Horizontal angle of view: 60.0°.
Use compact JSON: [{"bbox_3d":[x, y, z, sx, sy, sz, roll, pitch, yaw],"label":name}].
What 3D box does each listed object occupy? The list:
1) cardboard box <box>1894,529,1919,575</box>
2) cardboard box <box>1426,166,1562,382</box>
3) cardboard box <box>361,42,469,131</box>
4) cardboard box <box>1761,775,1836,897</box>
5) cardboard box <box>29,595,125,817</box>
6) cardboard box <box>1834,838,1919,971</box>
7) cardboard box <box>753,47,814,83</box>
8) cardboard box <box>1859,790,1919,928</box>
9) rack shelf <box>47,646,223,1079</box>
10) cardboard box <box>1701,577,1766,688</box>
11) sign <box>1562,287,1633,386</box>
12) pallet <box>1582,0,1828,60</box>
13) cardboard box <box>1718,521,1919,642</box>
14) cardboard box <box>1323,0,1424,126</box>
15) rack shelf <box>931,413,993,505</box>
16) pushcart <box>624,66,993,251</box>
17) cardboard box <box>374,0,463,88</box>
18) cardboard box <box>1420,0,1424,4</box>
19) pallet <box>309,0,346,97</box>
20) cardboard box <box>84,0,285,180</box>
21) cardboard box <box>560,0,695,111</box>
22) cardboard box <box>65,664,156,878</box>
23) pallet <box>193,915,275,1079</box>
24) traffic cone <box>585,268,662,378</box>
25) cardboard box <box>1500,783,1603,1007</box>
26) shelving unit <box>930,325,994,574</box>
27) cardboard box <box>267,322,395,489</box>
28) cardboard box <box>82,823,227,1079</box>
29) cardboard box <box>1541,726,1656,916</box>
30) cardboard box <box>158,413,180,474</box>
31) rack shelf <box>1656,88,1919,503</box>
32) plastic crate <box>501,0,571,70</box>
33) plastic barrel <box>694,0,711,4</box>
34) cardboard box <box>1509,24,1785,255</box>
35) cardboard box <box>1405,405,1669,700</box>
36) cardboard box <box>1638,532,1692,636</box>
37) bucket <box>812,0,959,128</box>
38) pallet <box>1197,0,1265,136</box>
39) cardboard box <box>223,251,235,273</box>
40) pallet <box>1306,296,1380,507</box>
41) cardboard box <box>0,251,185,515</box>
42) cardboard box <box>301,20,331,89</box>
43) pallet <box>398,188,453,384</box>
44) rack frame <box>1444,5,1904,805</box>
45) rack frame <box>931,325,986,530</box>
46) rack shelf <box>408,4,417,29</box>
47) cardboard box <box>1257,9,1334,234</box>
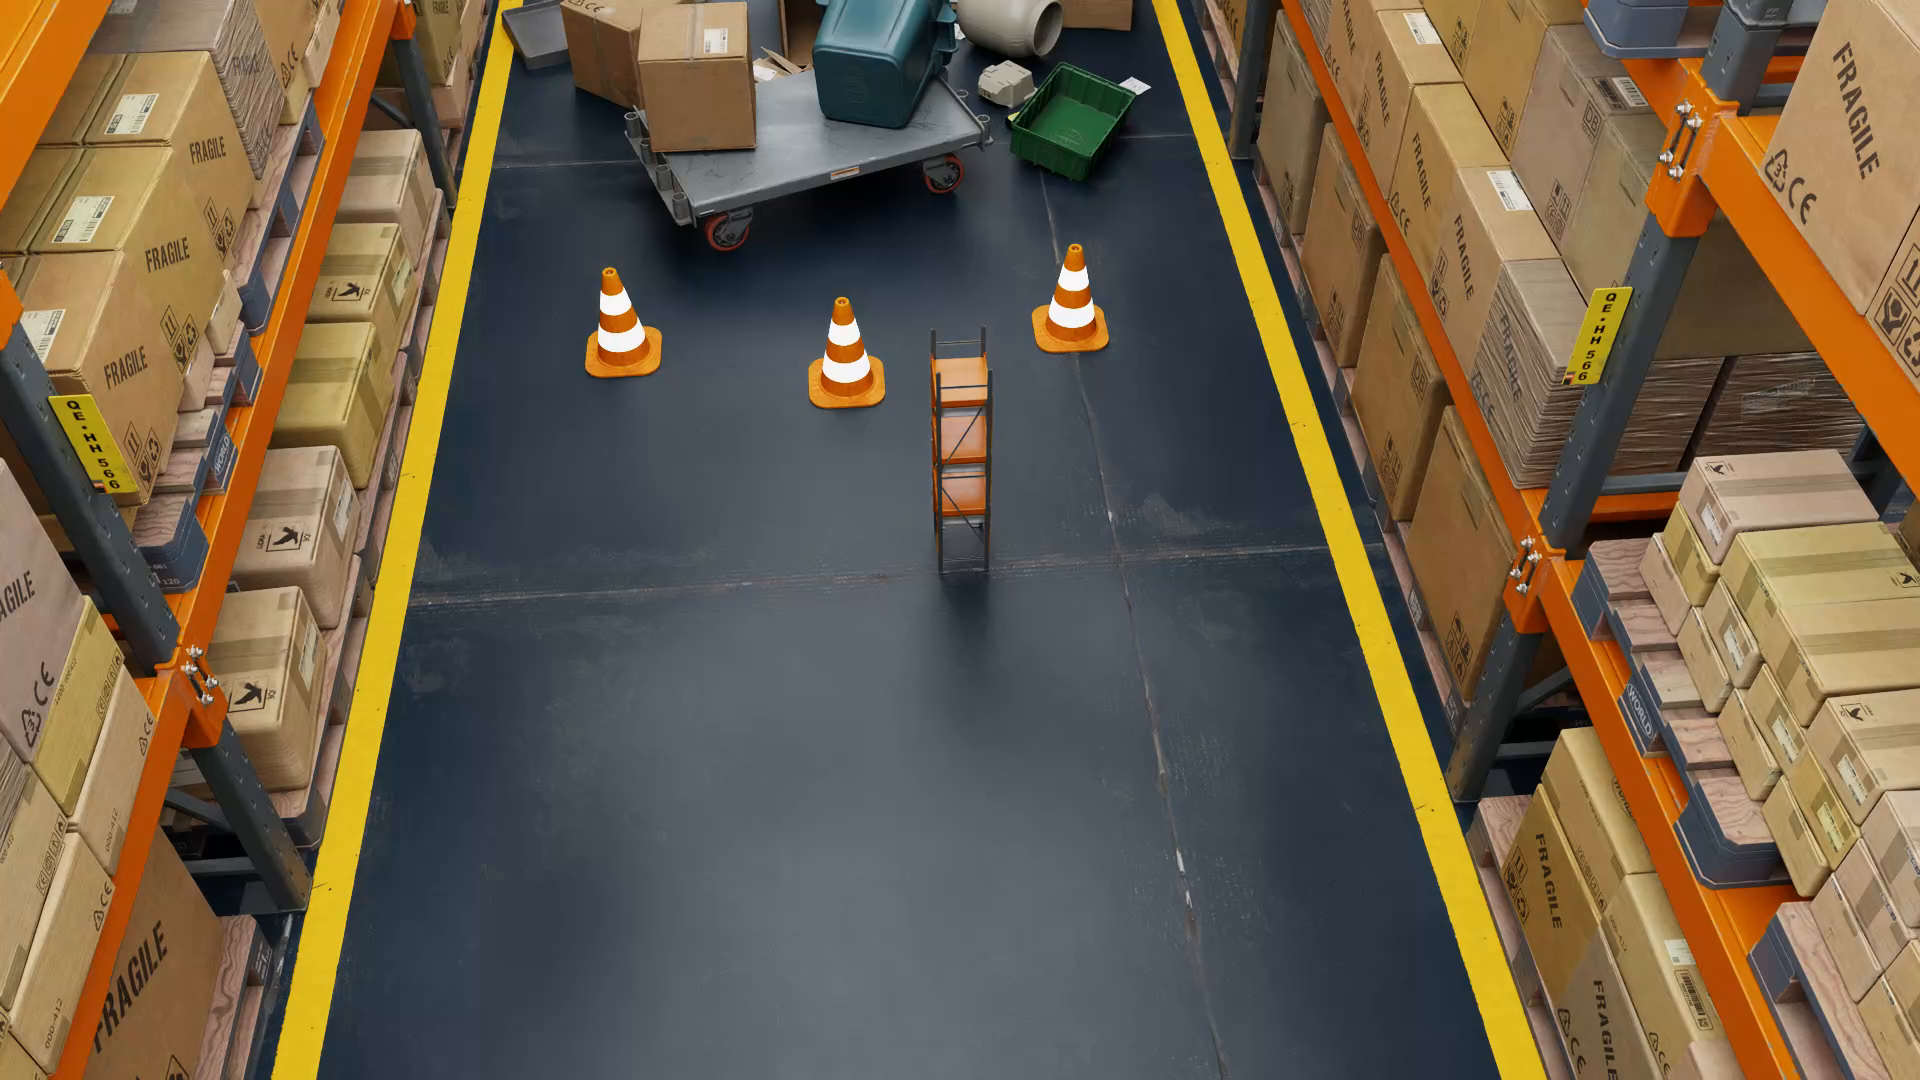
[{"bbox_3d":[2.734,0.098,4.475,0.380,0.149,0.250,-3,47,-3],"label":"cardboard box"},{"bbox_3d":[1.889,-0.878,5.447,0.500,0.500,0.500,-3,47,-3],"label":"cardboard box"},{"bbox_3d":[-2.805,-2.335,8.500,0.500,0.250,0.500,-5,47,-5],"label":"cardboard box"},{"bbox_3d":[2.140,0.689,3.915,0.380,0.149,0.250,-2,47,-1],"label":"cardboard box"},{"bbox_3d":[-2.396,0.415,4.050,0.500,0.250,0.500,-4,47,-3],"label":"cardboard box"},{"bbox_3d":[2.167,0.780,3.624,0.380,0.149,0.250,-3,47,-3],"label":"cardboard box"},{"bbox_3d":[-0.954,-2.473,8.909,0.258,0.266,0.396,-36,56,-29],"label":"cardboard box"},{"bbox_3d":[2.167,0.670,3.524,0.380,0.149,0.250,-2,47,-1],"label":"cardboard box"},{"bbox_3d":[-2.522,1.895,3.385,1.077,0.370,4.000,-3,47,-3],"label":"rack shelf"},{"bbox_3d":[2.100,0.225,4.150,0.380,0.149,0.250,-1,47,-1],"label":"cardboard box"},{"bbox_3d":[1.682,-0.535,4.393,0.100,0.325,0.005,-3,47,-3],"label":"sign"},{"bbox_3d":[2.128,-1.602,4.266,1.213,0.211,1.003,-2,47,-1],"label":"pallet"},{"bbox_3d":[2.105,0.105,4.059,0.380,0.149,0.250,-5,47,-4],"label":"cardboard box"},{"bbox_3d":[1.758,-1.978,6.488,0.500,0.500,0.500,-4,47,-4],"label":"cardboard box"},{"bbox_3d":[0.004,-0.315,6.340,0.215,0.259,0.240,-3,47,-3],"label":"rack shelf"},{"bbox_3d":[-0.757,-1.966,8.352,1.648,0.377,0.936,-19,49,-17],"label":"pushcart"},{"bbox_3d":[-2.805,-2.593,8.228,0.500,0.500,0.500,-1,47,-1],"label":"cardboard box"},{"bbox_3d":[2.034,-2.349,6.151,0.700,0.500,0.500,-3,47,-3],"label":"cardboard box"},{"bbox_3d":[-3.106,-2.065,6.772,1.003,0.211,1.213,-3,47,-3],"label":"pallet"},{"bbox_3d":[-2.633,-1.543,5.582,0.500,0.500,0.500,-5,47,-5],"label":"cardboard box"},{"bbox_3d":[-1.758,-2.692,8.954,0.500,0.500,0.500,27,52,23],"label":"cardboard box"},{"bbox_3d":[-2.389,0.603,4.217,0.500,0.250,0.500,-5,47,-5],"label":"cardboard box"},{"bbox_3d":[-2.699,1.735,4.962,1.003,0.211,1.213,-3,47,-3],"label":"pallet"},{"bbox_3d":[-1.526,-1.009,7.387,0.336,0.463,0.334,-3,47,-3],"label":"traffic cone"},{"bbox_3d":[2.039,1.069,5.104,0.500,0.500,0.500,-5,47,-5],"label":"cardboard box"},{"bbox_3d":[0.004,-0.322,6.332,0.215,1.050,0.252,-3,47,-3],"label":"shelving unit"},{"bbox_3d":[-2.855,-0.532,6.708,0.950,0.372,0.625,-2,47,-2],"label":"cardboard box"},{"bbox_3d":[-2.715,1.292,4.635,0.875,0.875,0.875,-4,47,-4],"label":"cardboard box"},{"bbox_3d":[2.051,0.798,4.844,0.500,0.250,0.500,-5,47,-5],"label":"cardboard box"},{"bbox_3d":[-2.522,-0.310,4.862,0.380,0.149,0.250,-6,47,-6],"label":"cardboard box"},{"bbox_3d":[2.402,0.490,2.650,1.077,0.370,4.000,-3,47,-3],"label":"rack shelf"},{"bbox_3d":[-2.339,-2.875,9.418,0.402,0.080,0.583,-19,49,-17],"label":"plastic crate"},{"bbox_3d":[-1.678,-3.299,9.583,0.512,0.421,0.421,27,52,23],"label":"plastic barrel"},{"bbox_3d":[2.163,-1.243,5.103,0.700,0.500,0.500,-4,47,-4],"label":"cardboard box"},{"bbox_3d":[2.273,0.010,5.935,1.050,0.750,0.750,-4,47,-4],"label":"cardboard box"},{"bbox_3d":[2.071,0.105,4.469,0.380,0.149,0.250,-4,47,-4],"label":"cardboard box"},{"bbox_3d":[-0.409,-2.423,8.186,0.726,0.611,0.620,11,58,10],"label":"bucket"},{"bbox_3d":[1.914,-2.663,9.127,1.003,0.211,1.213,-3,47,-3],"label":"pallet"},{"bbox_3d":[-2.599,-0.881,5.402,0.380,0.149,0.250,-1,47,-1],"label":"cardboard box"},{"bbox_3d":[2.144,-0.670,7.239,1.003,0.211,1.213,-3,47,-3],"label":"pallet"},{"bbox_3d":[-2.497,-0.420,4.519,0.500,0.500,0.500,-5,47,-4],"label":"cardboard box"},{"bbox_3d":[-2.620,-1.835,6.306,0.380,0.149,0.250,-3,47,-3],"label":"cardboard box"},{"bbox_3d":[-2.958,-1.171,7.714,1.003,0.211,1.213,-3,47,-3],"label":"pallet"},{"bbox_3d":[2.234,-0.173,4.848,1.000,3.000,0.127,-3,47,-3],"label":"rack frame"},{"bbox_3d":[-0.006,-0.411,6.416,0.200,1.050,0.008,-3,47,-3],"label":"rack frame"},{"bbox_3d":[-3.192,-3.893,8.866,1.077,0.370,4.000,-3,47,-3],"label":"rack shelf"},{"bbox_3d":[2.041,-1.994,7.833,1.050,0.750,0.750,-4,47,-3],"label":"cardboard box"}]
